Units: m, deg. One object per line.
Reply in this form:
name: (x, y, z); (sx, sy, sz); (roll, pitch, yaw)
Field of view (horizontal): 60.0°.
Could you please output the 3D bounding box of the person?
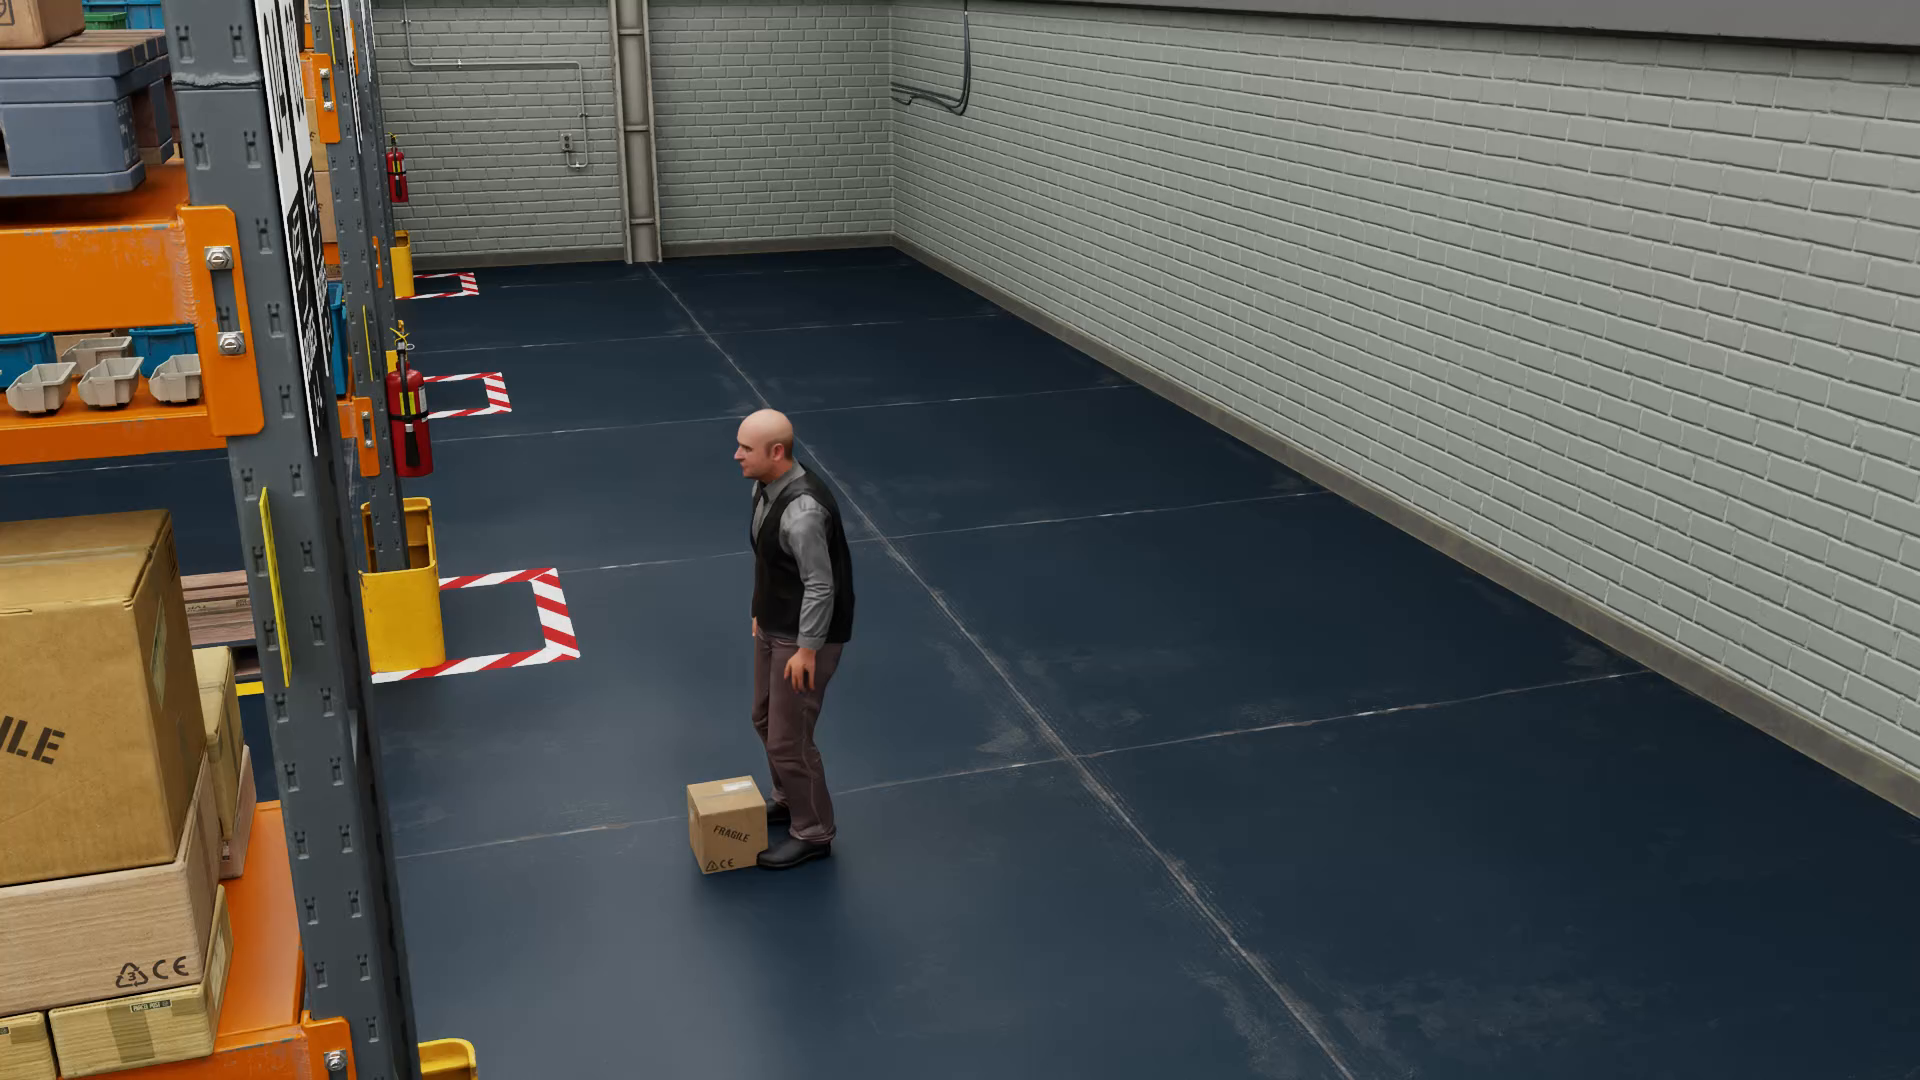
person: (-0.608, 0.345, 6.109); (0.425, 1.719, 0.579); (-7, 20, -20)
